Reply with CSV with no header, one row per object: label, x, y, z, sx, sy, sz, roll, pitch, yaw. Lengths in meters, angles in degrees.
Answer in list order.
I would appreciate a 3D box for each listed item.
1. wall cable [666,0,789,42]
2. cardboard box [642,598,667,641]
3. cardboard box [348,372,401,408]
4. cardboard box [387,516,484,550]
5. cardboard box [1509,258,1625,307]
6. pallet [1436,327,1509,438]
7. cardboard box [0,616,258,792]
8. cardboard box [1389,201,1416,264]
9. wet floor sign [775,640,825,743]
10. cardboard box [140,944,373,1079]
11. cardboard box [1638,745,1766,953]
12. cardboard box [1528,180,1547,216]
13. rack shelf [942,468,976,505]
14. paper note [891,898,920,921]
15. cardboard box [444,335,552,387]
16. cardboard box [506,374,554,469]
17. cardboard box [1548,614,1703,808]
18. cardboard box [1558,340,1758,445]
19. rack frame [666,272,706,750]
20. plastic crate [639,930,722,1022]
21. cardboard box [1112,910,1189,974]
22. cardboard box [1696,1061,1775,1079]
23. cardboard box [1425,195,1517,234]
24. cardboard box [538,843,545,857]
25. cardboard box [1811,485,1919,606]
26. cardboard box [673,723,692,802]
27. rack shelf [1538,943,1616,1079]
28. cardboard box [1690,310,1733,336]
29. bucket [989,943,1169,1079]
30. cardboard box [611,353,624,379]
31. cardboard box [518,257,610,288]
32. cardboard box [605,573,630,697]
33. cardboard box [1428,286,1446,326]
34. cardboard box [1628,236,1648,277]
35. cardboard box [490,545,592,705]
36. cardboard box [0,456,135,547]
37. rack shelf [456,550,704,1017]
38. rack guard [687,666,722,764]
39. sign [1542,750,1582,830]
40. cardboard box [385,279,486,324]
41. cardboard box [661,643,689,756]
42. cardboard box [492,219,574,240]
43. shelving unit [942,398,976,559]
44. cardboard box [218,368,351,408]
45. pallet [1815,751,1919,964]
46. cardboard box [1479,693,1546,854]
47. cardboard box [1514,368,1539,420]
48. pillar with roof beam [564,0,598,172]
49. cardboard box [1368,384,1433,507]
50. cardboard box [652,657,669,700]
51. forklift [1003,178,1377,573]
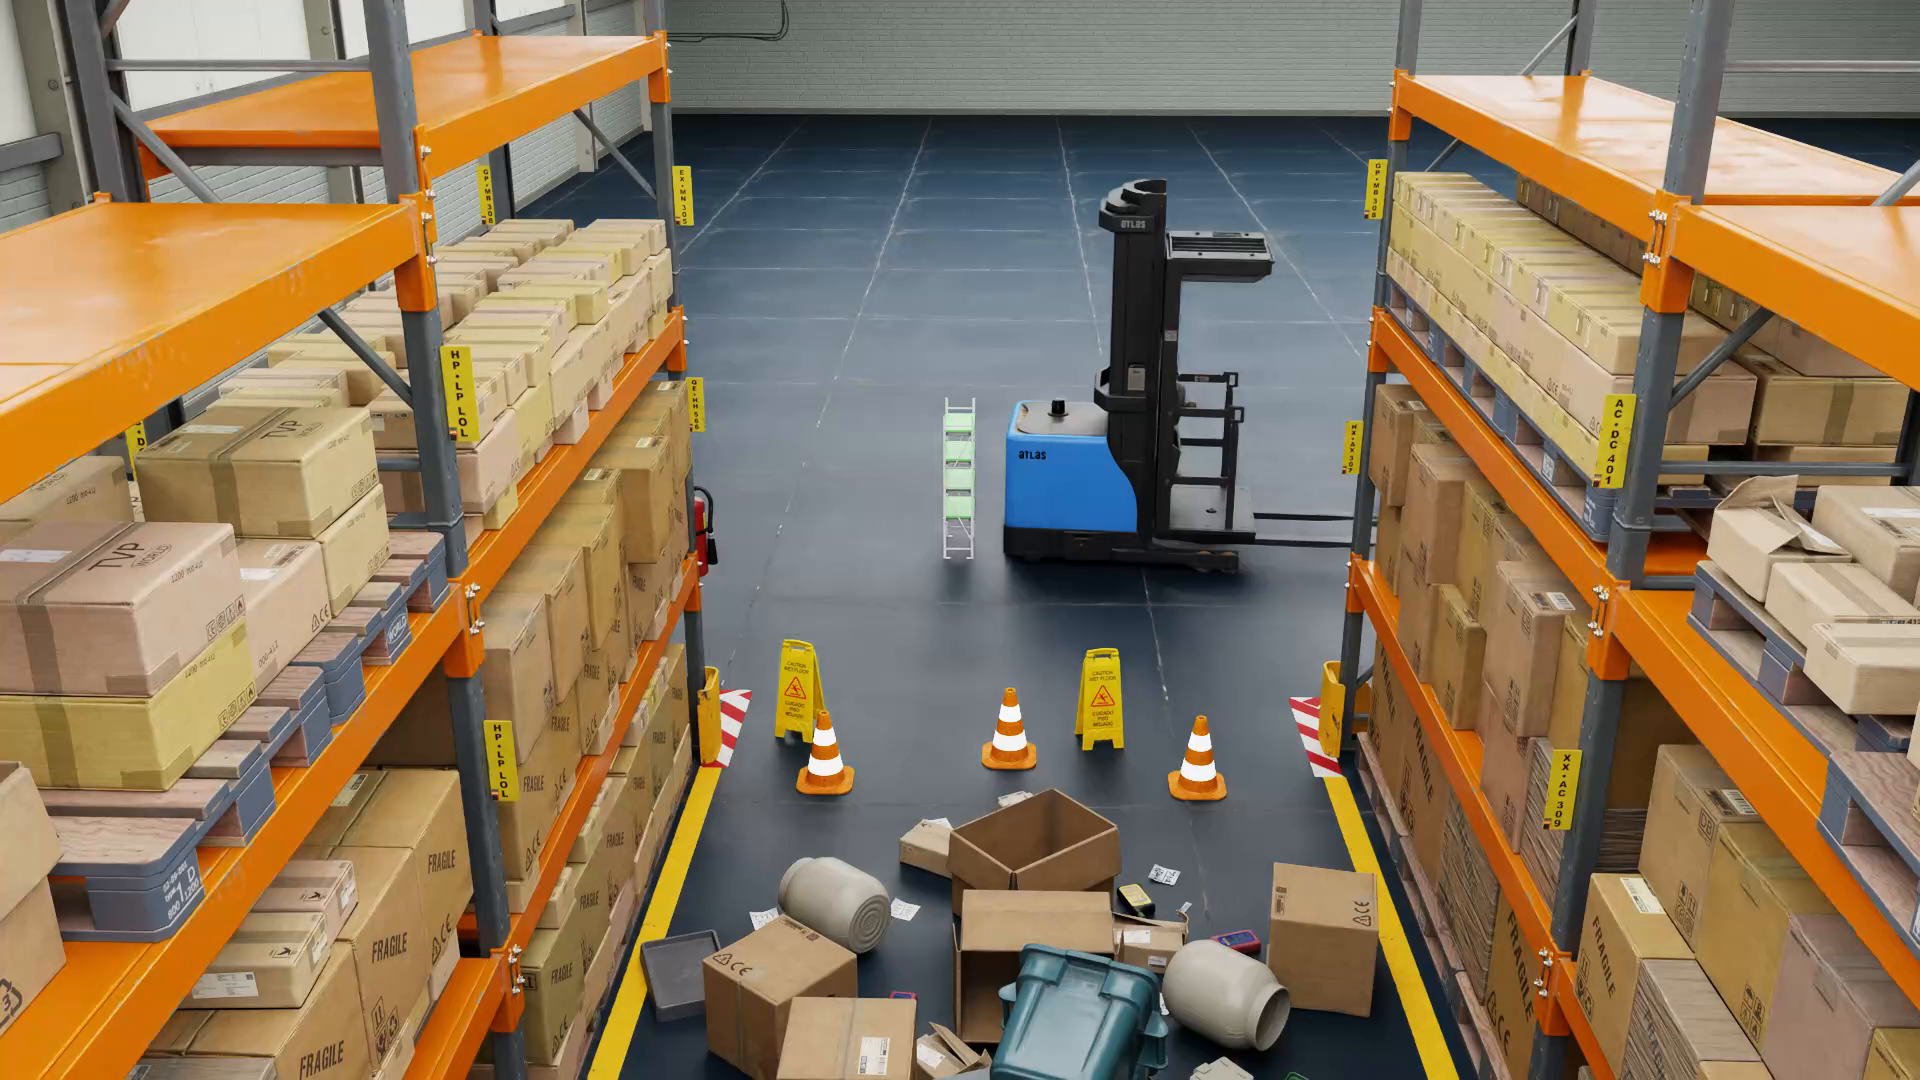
wall cable,-5.650,-13.169,39.616,3.097,2.526,0.112,1,21,2
cardboard box,-1.791,0.422,8.935,0.380,0.149,0.250,1,21,3
cardboard box,-2.453,-0.477,6.555,0.500,0.250,0.500,0,21,1
cardboard box,-1.955,-0.057,6.024,0.380,0.149,0.250,0,21,1
cardboard box,2.461,-1.044,6.747,0.380,0.149,0.250,1,21,2
pallet,2.814,-0.740,7.558,1.003,0.211,1.213,1,21,2
cardboard box,-2.122,0.391,4.148,0.500,0.250,0.500,1,21,2
cardboard box,2.589,-1.631,8.810,0.500,0.250,0.500,1,21,2
wet floor sign,-1.015,0.930,10.535,0.267,0.644,0.232,8,23,20
cardboard box,-2.032,1.489,4.707,0.500,0.500,0.500,1,21,3
cardboard box,2.730,1.020,5.527,0.700,0.500,0.500,0,21,1
cardboard box,3.181,-1.773,8.624,0.380,0.149,0.250,1,21,2
rack shelf,-0.005,-0.440,13.474,0.258,0.148,0.480,1,21,2
paper note,-0.305,1.948,8.777,0.148,0.019,0.142,8,23,20
cardboard box,-1.846,-0.713,6.610,0.380,0.149,0.250,0,21,1
cardboard box,-1.918,-0.475,6.548,0.500,0.250,0.500,0,21,1
cardboard box,2.785,0.647,6.309,0.875,0.550,0.550,1,21,2
cardboard box,2.497,-0.537,5.991,0.500,0.250,0.500,0,21,1
rack frame,-2.090,-0.111,9.962,1.000,3.000,0.127,1,21,2
plastic crate,-1.344,2.138,8.202,0.402,0.080,0.583,-7,22,-17
cardboard box,0.950,1.986,8.337,0.396,0.266,0.258,4,22,11
cardboard box,2.422,1.857,4.752,0.500,0.500,0.500,1,21,1
cardboard box,2.508,-1.597,8.171,0.380,0.149,0.250,1,21,2
cardboard box,-1.926,1.250,6.801,0.380,0.149,0.250,1,21,3
cardboard box,2.877,0.039,4.916,0.500,0.250,0.500,1,21,2
cardboard box,-1.847,1.279,9.600,0.500,0.250,0.500,1,21,1
rack shelf,2.678,2.412,4.455,1.077,0.370,4.000,1,21,2
cardboard box,3.048,-0.713,6.443,0.500,0.250,0.500,0,21,1
bucket,0.439,2.096,6.698,0.726,0.611,0.620,8,33,20
cardboard box,-1.873,-0.893,8.177,0.380,0.149,0.250,0,21,1
cardboard box,-1.915,-1.274,8.057,0.380,0.149,0.250,1,21,2
cardboard box,-1.904,0.448,7.972,0.500,0.500,0.500,1,21,2
cardboard box,2.499,-1.131,8.073,0.380,0.149,0.250,1,21,2
cardboard box,3.136,-1.220,7.200,0.380,0.149,0.250,1,21,1
cardboard box,-1.944,0.343,6.861,0.700,0.500,0.500,1,21,2
cardboard box,-2.635,-0.035,4.555,0.500,0.250,0.500,0,21,0
rack shelf,-2.151,0.947,8.228,1.077,0.370,4.000,1,21,2
rack guard,-2.092,1.082,10.343,1.175,0.500,0.348,1,21,2
sign,2.184,0.907,6.032,0.100,0.325,0.005,1,21,2
cardboard box,-2.382,-1.088,7.578,0.380,0.149,0.250,1,21,3
cardboard box,-1.854,0.918,9.494,0.500,0.500,0.500,1,21,2
cardboard box,-2.305,-1.638,8.995,0.380,0.149,0.250,0,21,1
shelving unit,-0.005,-0.500,13.451,0.258,1.200,0.503,1,21,2
cardboard box,-2.489,-0.530,6.139,0.380,0.149,0.250,0,21,0
pallet,2.615,0.851,3.596,1.003,0.211,1.213,2,21,4
cardboard box,2.732,0.951,7.019,0.875,0.550,0.550,1,21,2
cardboard box,2.452,-0.583,6.660,0.380,0.149,0.250,1,21,2
pillar with roof beam,-2.941,-11.350,30.633,9.100,9.000,0.400,1,21,2
cardboard box,2.811,-0.533,9.349,0.875,0.550,0.550,1,21,2
cardboard box,-1.798,0.749,9.032,0.380,0.149,0.250,1,21,3
forklift,1.898,-1.306,13.138,3.031,2.935,1.130,2,21,6
